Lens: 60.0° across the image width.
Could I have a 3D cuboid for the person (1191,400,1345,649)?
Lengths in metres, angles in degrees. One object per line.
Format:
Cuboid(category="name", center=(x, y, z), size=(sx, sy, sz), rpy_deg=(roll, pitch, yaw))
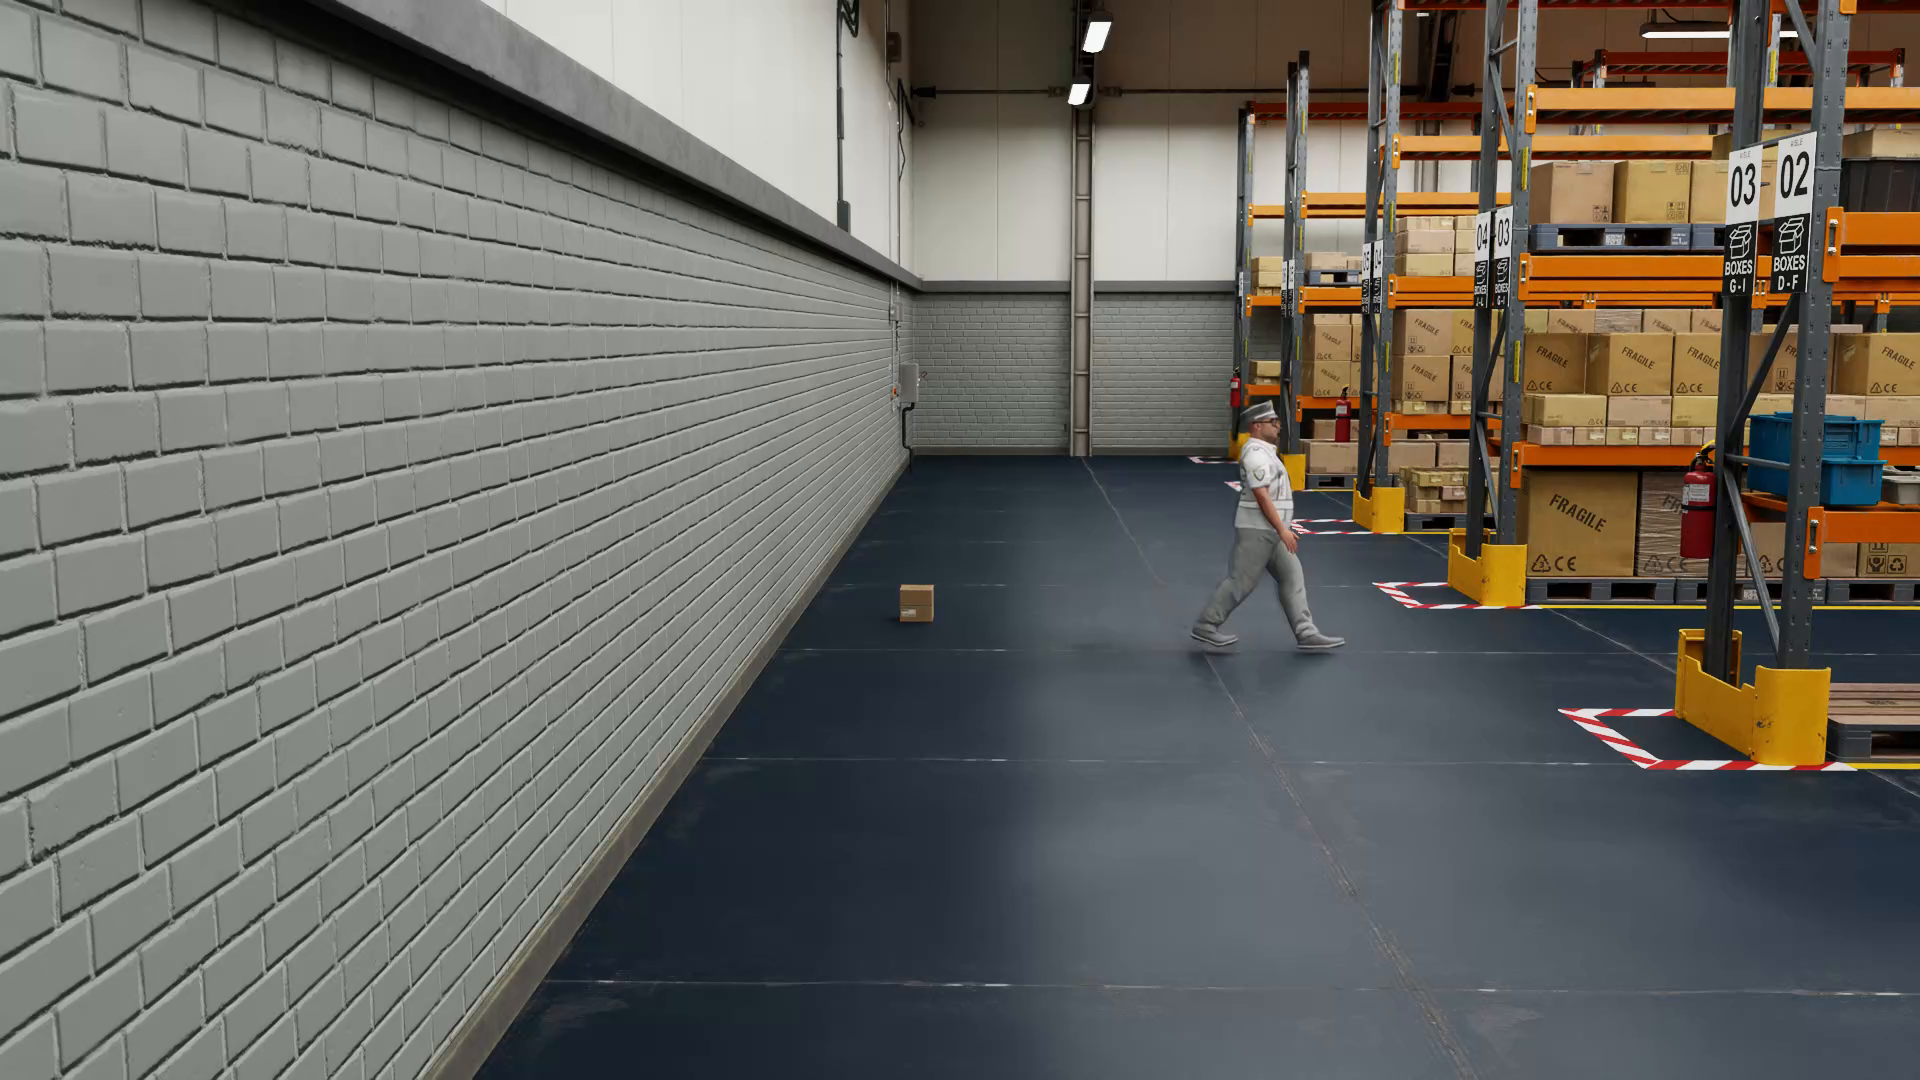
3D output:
Cuboid(category="person", center=(2.121, -0.095, 11.380), size=(1.040, 1.722, 0.564), rpy_deg=(2, 7, 16))
